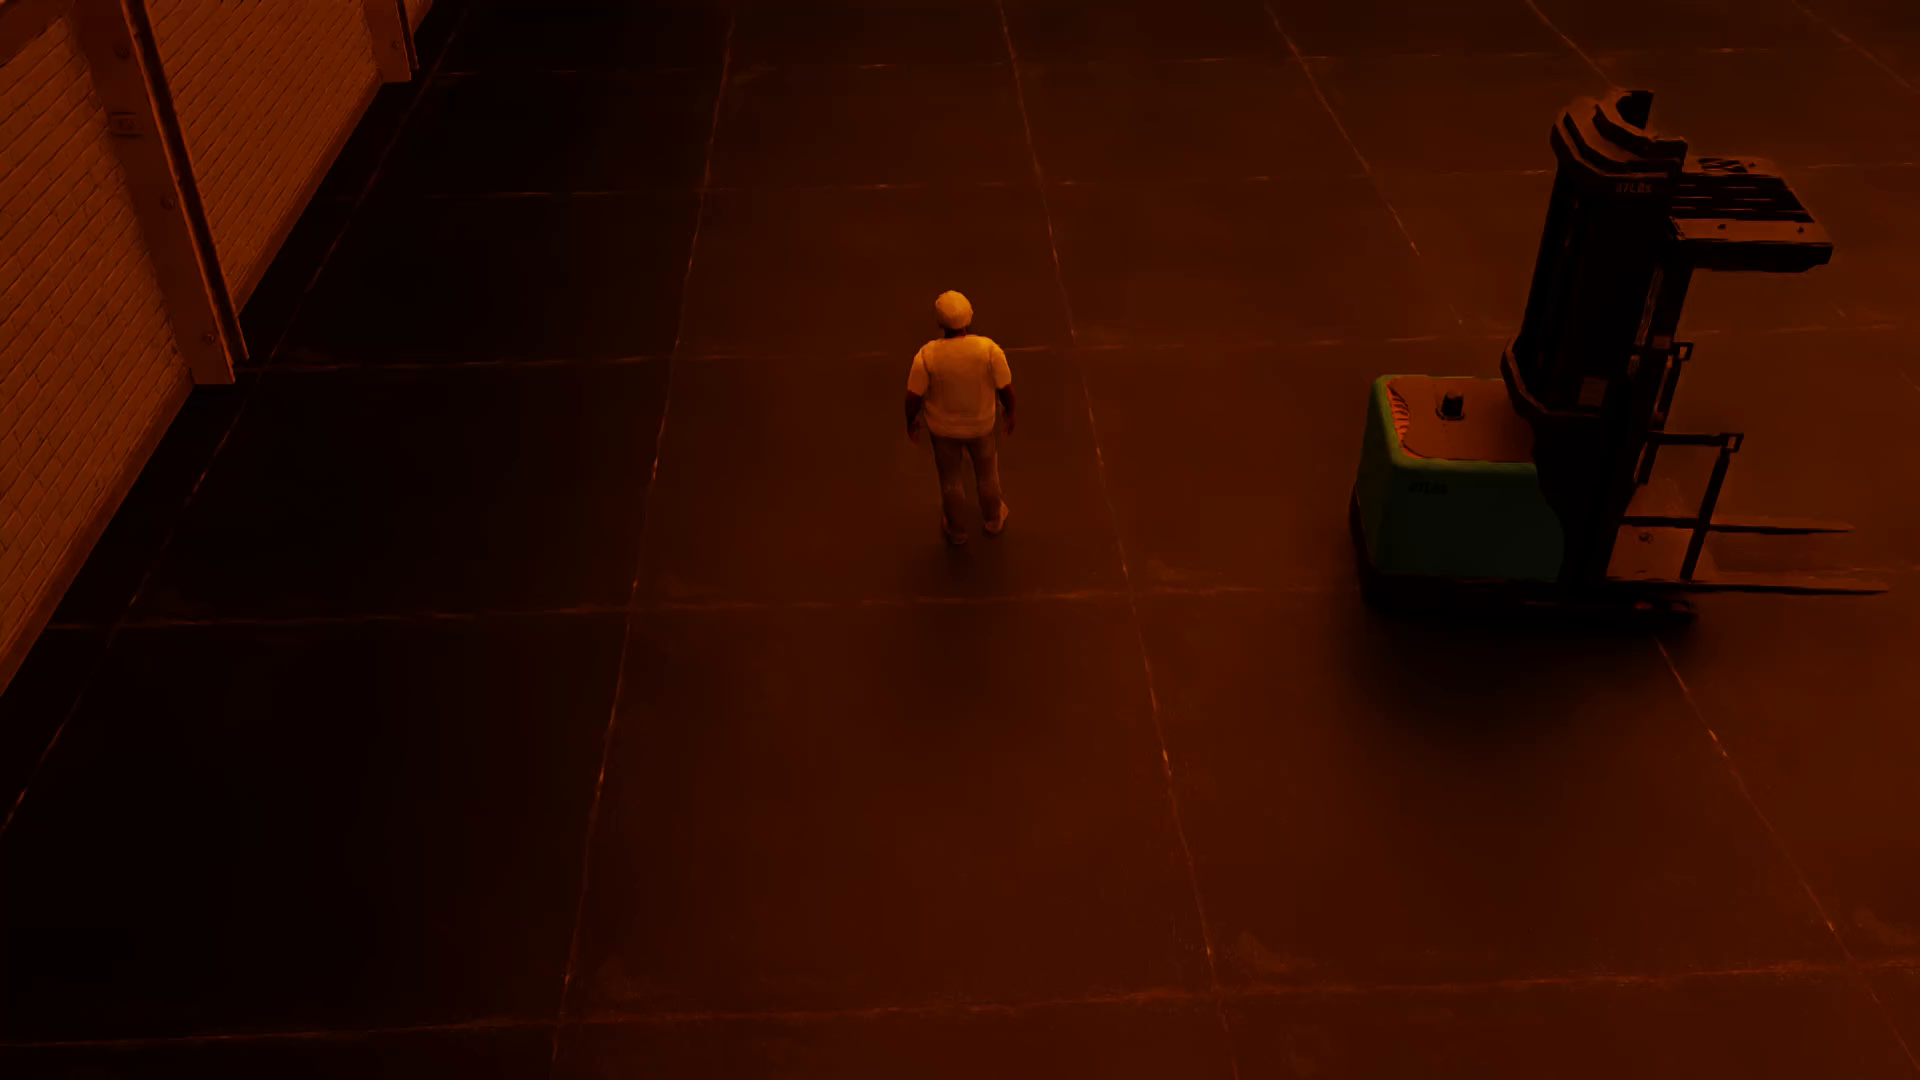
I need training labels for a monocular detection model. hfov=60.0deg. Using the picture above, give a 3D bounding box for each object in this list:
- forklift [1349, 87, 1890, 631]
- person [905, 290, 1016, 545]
[{"bbox_3d":[3.956,-0.977,9.353,3.031,2.935,1.130,3,36,4],"label":"forklift"},{"bbox_3d":[0.002,-0.761,10.032,0.665,1.766,0.576,-2,36,-2],"label":"person"}]
